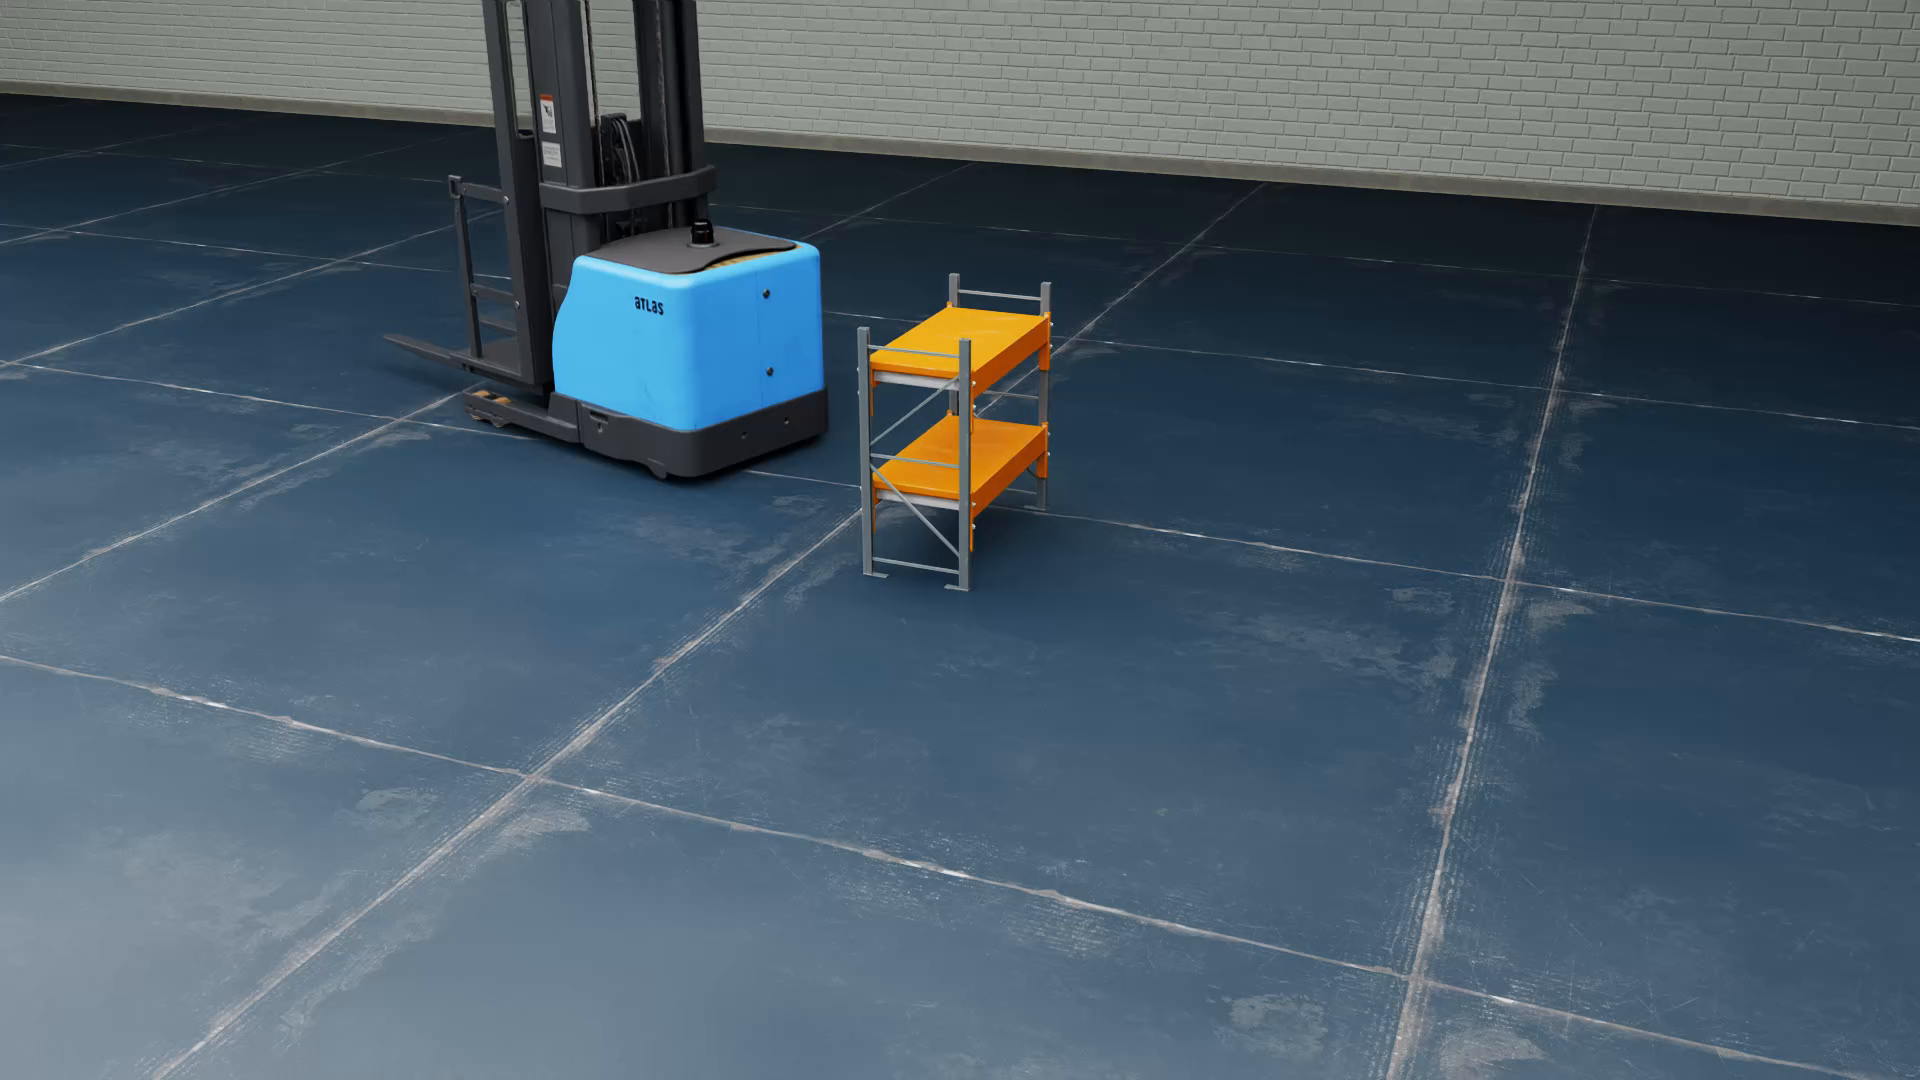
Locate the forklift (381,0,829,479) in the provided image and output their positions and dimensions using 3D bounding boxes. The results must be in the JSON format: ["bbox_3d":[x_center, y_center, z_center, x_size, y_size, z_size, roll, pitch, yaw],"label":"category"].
[{"bbox_3d":[-2.163,-2.115,9.009,3.031,2.935,1.130,18,29,37],"label":"forklift"}]

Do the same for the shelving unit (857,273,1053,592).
[{"bbox_3d":[-0.002,-0.517,7.527,0.538,1.125,1.048,9,24,20],"label":"shelving unit"}]

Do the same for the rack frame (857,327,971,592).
[{"bbox_3d":[-0.191,-0.335,7.092,0.500,1.125,0.032,9,24,20],"label":"rack frame"}]

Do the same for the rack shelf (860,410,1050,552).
[{"bbox_3d":[-0.002,-0.291,7.622,0.538,0.278,1.000,9,24,20],"label":"rack shelf"}]

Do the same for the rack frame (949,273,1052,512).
[{"bbox_3d":[0.186,-0.699,7.963,0.500,1.125,0.032,9,24,20],"label":"rack frame"}]

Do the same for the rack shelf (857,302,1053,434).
[{"bbox_3d":[-0.002,-0.787,7.415,0.538,0.278,1.000,9,24,20],"label":"rack shelf"}]
